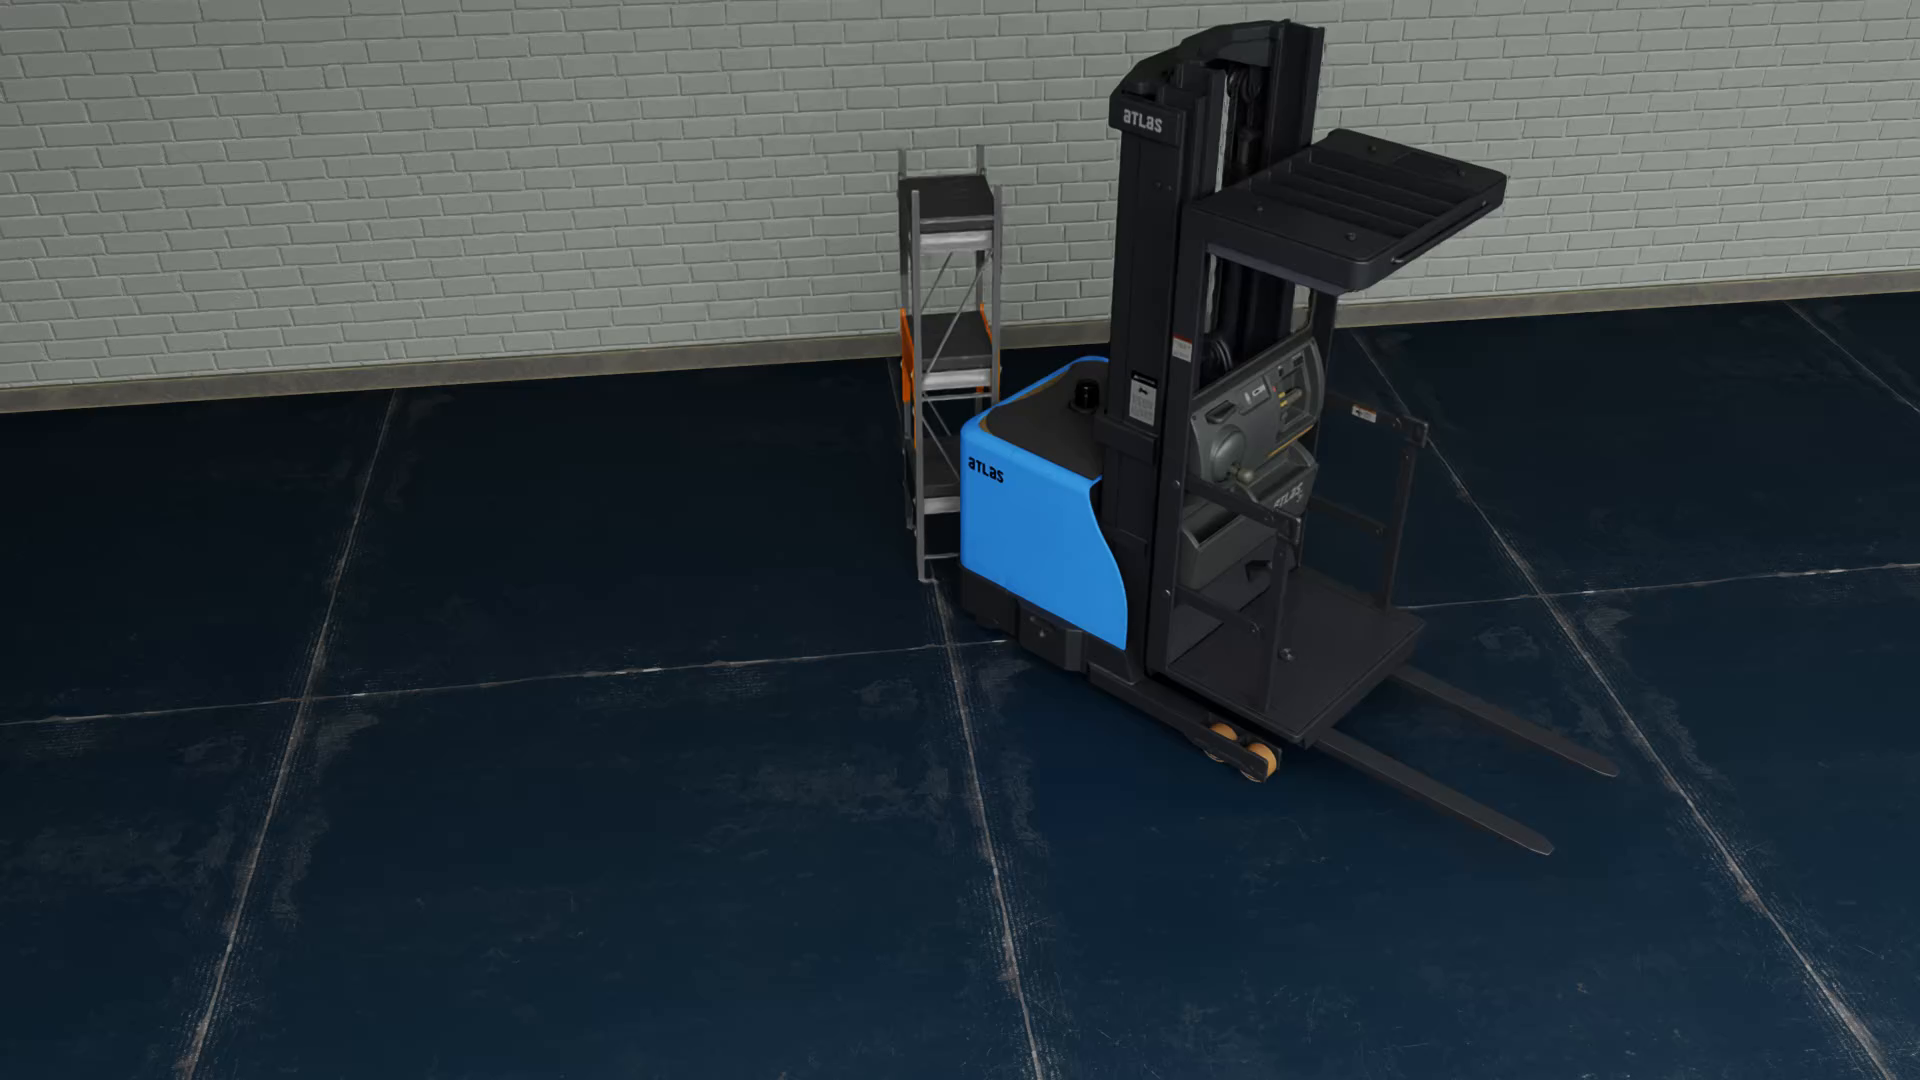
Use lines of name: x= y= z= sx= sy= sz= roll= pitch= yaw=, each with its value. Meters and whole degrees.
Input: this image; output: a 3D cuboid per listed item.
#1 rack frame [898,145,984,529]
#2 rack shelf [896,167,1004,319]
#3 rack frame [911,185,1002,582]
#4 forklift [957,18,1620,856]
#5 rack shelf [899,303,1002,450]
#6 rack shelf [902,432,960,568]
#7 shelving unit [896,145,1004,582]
rack frame: x=-0.086 y=-0.946 z=8.273 sx=0.400 sy=2.100 sz=0.015 roll=-5 pitch=35 yaw=-7
rack shelf: x=-0.051 y=-1.377 z=7.687 sx=0.431 sy=0.518 sz=0.480 roll=-5 pitch=35 yaw=-7
rack frame: x=-0.015 y=-0.674 z=7.874 sx=0.400 sy=2.100 sz=0.015 roll=-5 pitch=35 yaw=-7
forklift: x=1.414 y=-0.499 z=6.879 sx=3.031 sy=2.935 sz=1.130 roll=27 pitch=43 yaw=34
rack shelf: x=-0.051 y=-0.798 z=8.081 sx=0.431 sy=0.518 sz=0.480 roll=-5 pitch=35 yaw=-7
rack shelf: x=-0.051 y=-0.220 z=8.475 sx=0.431 sy=0.518 sz=0.480 roll=-5 pitch=35 yaw=-7
shelving unit: x=-0.051 y=-0.810 z=8.074 sx=0.431 sy=2.100 sz=0.503 roll=-5 pitch=35 yaw=-7
